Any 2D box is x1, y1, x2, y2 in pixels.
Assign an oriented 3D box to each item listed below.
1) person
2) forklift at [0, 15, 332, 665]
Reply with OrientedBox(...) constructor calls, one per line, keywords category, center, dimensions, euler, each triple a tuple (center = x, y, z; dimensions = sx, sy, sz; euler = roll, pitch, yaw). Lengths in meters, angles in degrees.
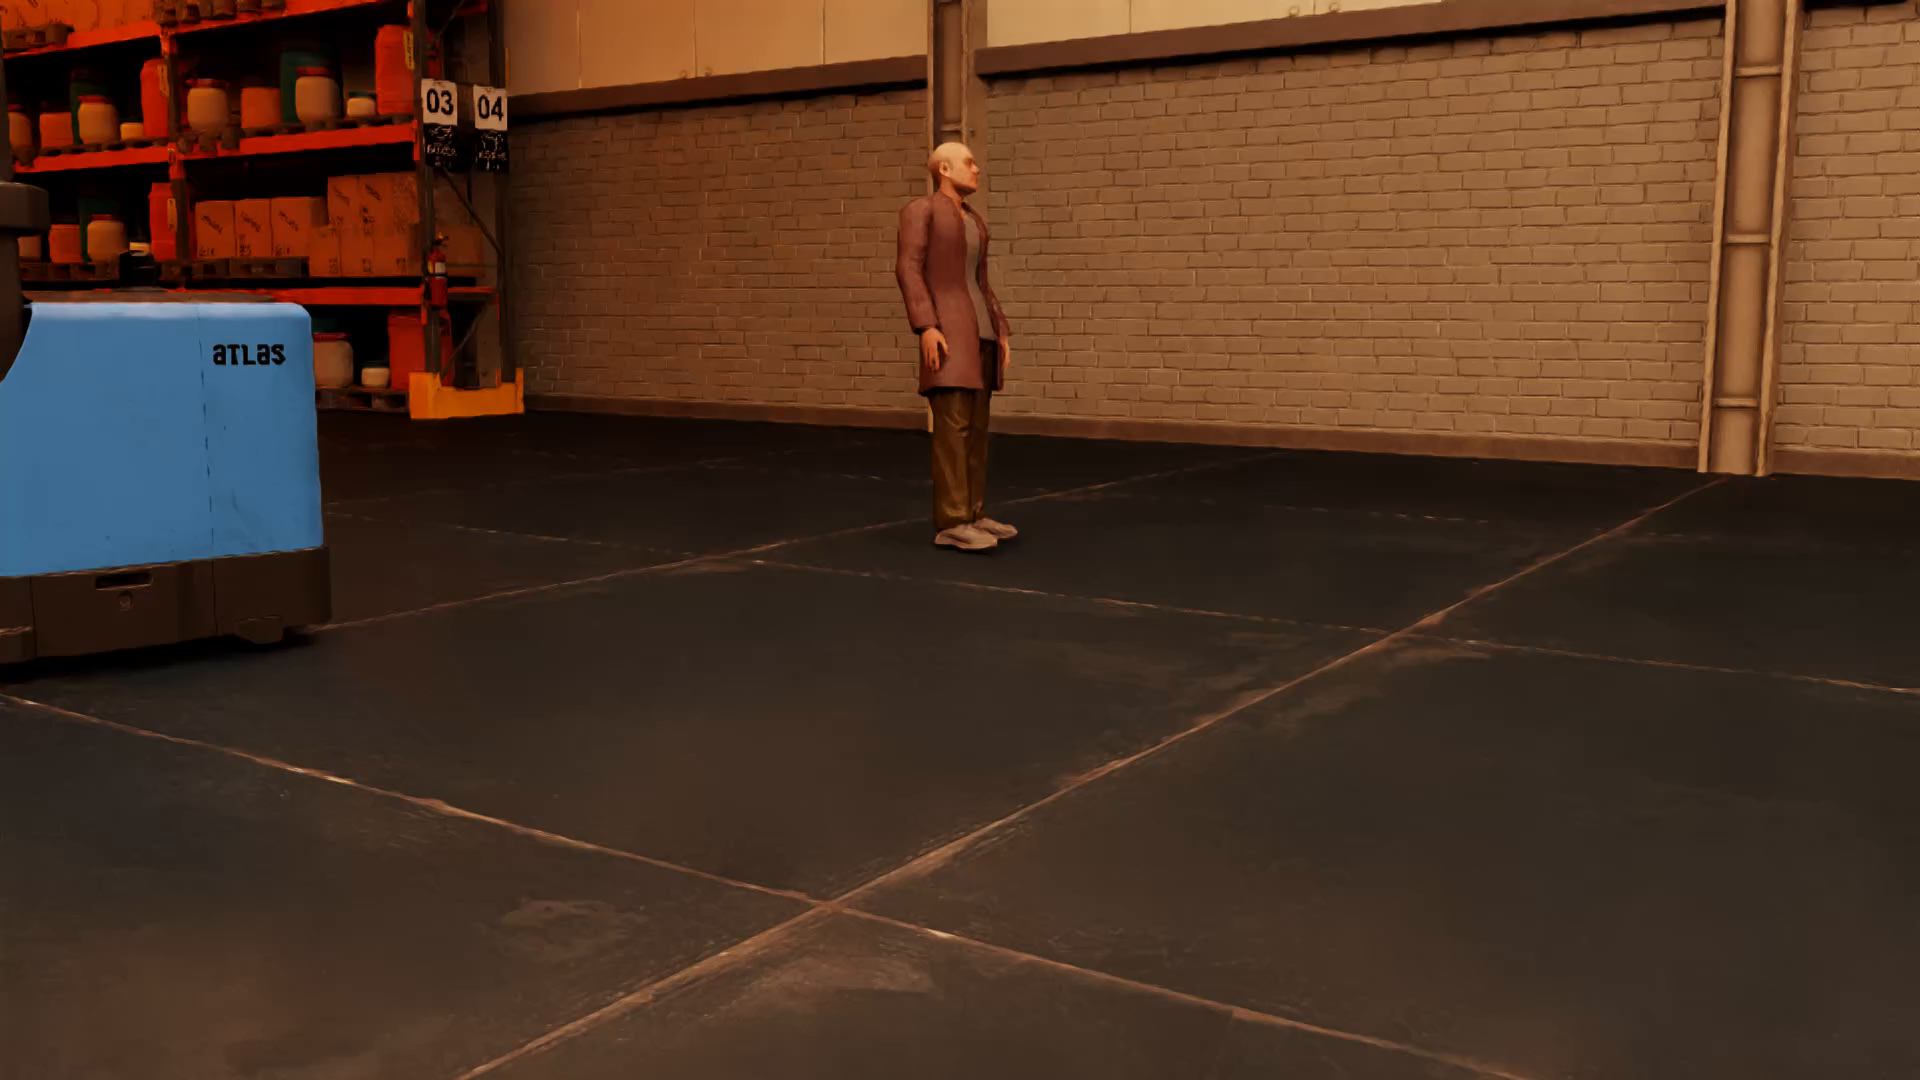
OrientedBox(category="person", center=(0.073, -0.879, 7.423), dimensions=(0.580, 1.776, 0.694), euler=(5, 10, 34))
OrientedBox(category="forklift", center=(-3.456, -1.041, 4.512), dimensions=(3.031, 2.935, 1.130), euler=(-7, 11, -40))
